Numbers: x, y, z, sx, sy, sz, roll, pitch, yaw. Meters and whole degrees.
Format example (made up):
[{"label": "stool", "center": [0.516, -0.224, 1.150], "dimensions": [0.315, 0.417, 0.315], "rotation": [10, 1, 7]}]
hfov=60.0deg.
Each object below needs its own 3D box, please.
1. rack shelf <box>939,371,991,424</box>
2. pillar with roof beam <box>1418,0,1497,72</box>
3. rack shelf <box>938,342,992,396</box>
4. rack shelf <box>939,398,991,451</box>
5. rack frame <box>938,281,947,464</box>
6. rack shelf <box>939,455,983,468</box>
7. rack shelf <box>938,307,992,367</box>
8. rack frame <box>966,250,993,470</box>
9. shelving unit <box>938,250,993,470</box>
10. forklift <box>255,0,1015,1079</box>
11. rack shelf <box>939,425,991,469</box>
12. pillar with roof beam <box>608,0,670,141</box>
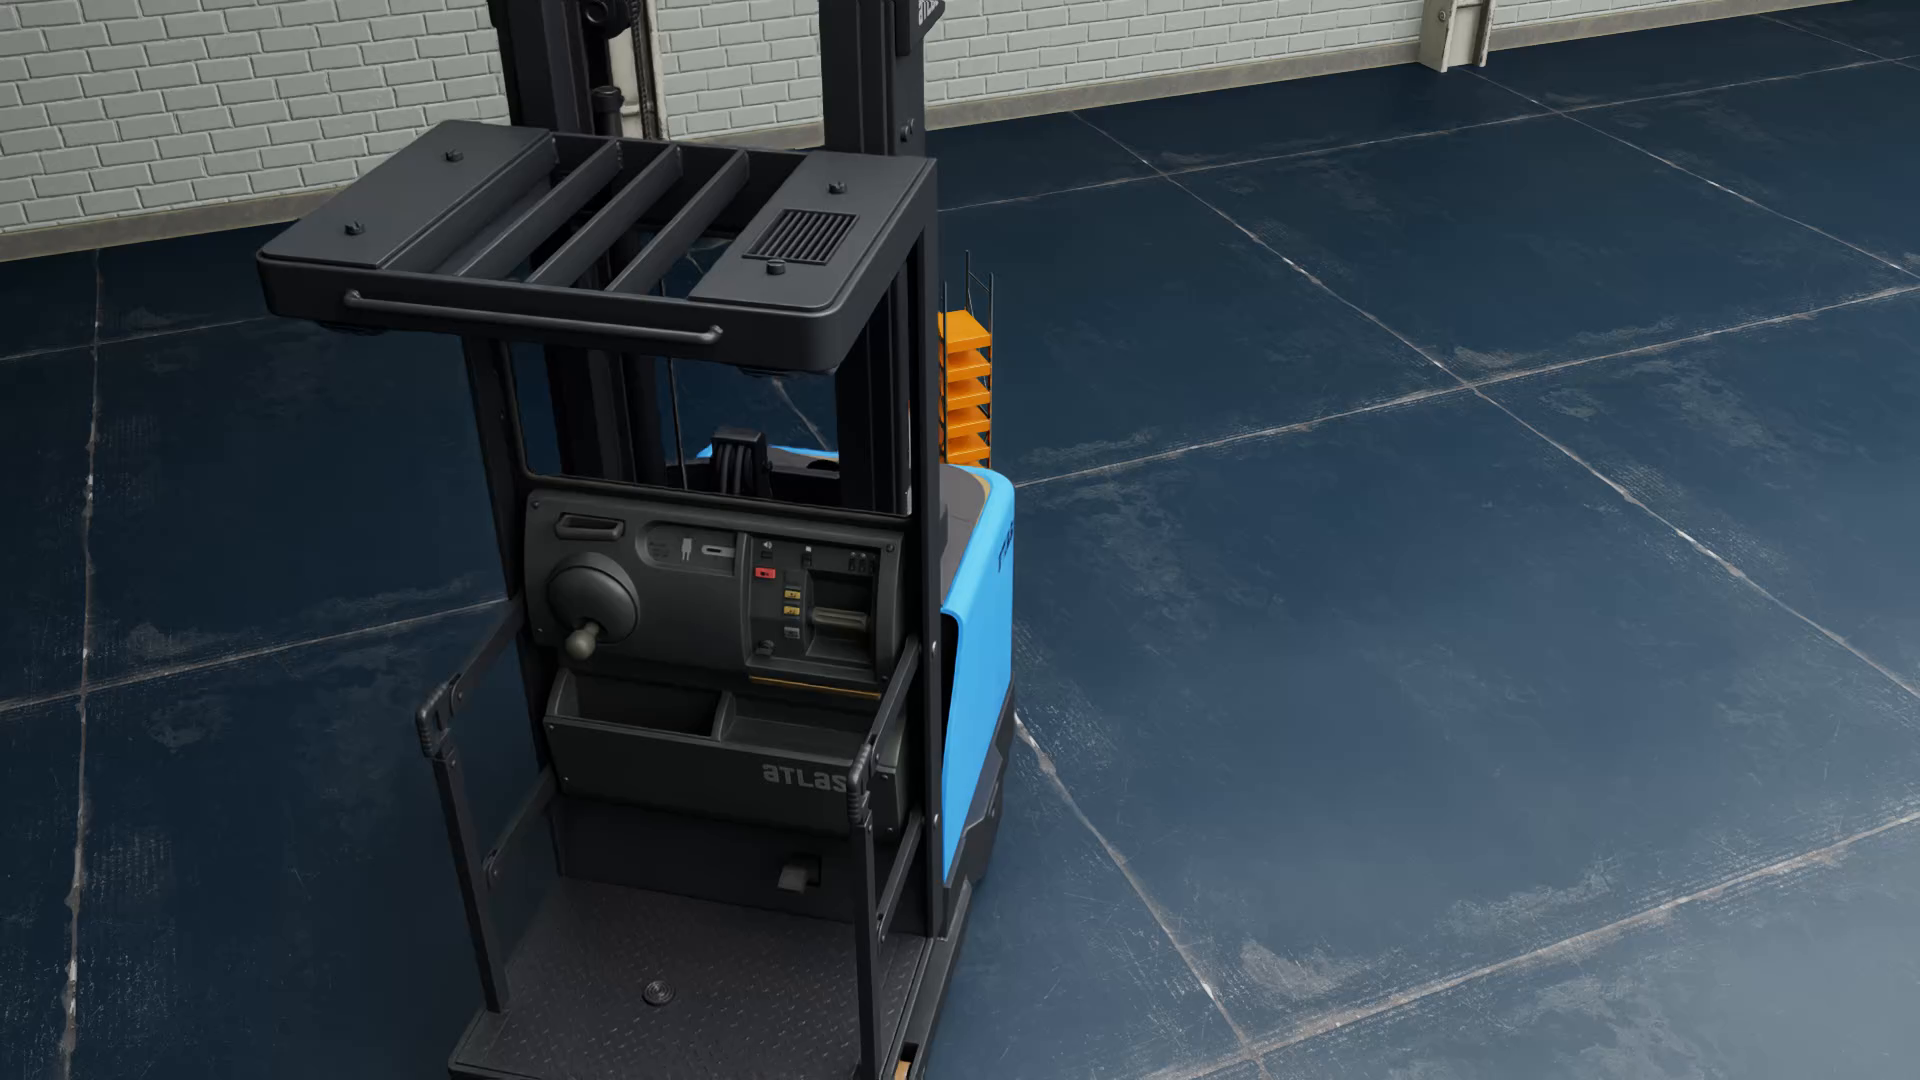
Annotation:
[{"label": "rack shelf", "center": [-0.013, -0.563, 6.377], "dimensions": [0.180, 0.103, 0.258], "rotation": [-13, 35, -19]}, {"label": "pillar with roof beam", "center": [5.226, -5.071, 6.292], "dimensions": [0.400, 9.000, 9.100], "rotation": [-13, 35, -19]}, {"label": "rack shelf", "center": [-0.013, -0.664, 6.311], "dimensions": [0.180, 0.103, 0.258], "rotation": [-13, 35, -19]}, {"label": "rack shelf", "center": [-0.013, -0.463, 6.442], "dimensions": [0.180, 0.103, 0.258], "rotation": [-13, 35, -19]}, {"label": "rack frame", "center": [-0.098, -0.481, 6.388], "dimensions": [0.006, 1.200, 0.240], "rotation": [-13, 35, -19]}, {"label": "rack shelf", "center": [-0.013, -0.261, 6.573], "dimensions": [0.180, 0.103, 0.258], "rotation": [-13, 35, -19]}, {"label": "rack shelf", "center": [-0.013, -0.764, 6.246], "dimensions": [0.180, 0.103, 0.258], "rotation": [-13, 35, -19]}, {"label": "rack frame", "center": [0.071, -0.519, 6.448], "dimensions": [0.006, 1.200, 0.240], "rotation": [-13, 35, -19]}, {"label": "shelving unit", "center": [-0.013, -0.500, 6.418], "dimensions": [0.189, 1.200, 0.258], "rotation": [-13, 35, -19]}, {"label": "forklift", "center": [-0.641, 0.182, 3.783], "dimensions": [1.130, 2.935, 3.031], "rotation": [7, 34, 11]}, {"label": "rack shelf", "center": [-0.013, -0.362, 6.508], "dimensions": [0.180, 0.103, 0.258], "rotation": [-13, 35, -19]}, {"label": "pillar with roof beam", "center": [-0.306, -3.804, 4.345], "dimensions": [0.400, 9.000, 9.100], "rotation": [-13, 35, -19]}]
